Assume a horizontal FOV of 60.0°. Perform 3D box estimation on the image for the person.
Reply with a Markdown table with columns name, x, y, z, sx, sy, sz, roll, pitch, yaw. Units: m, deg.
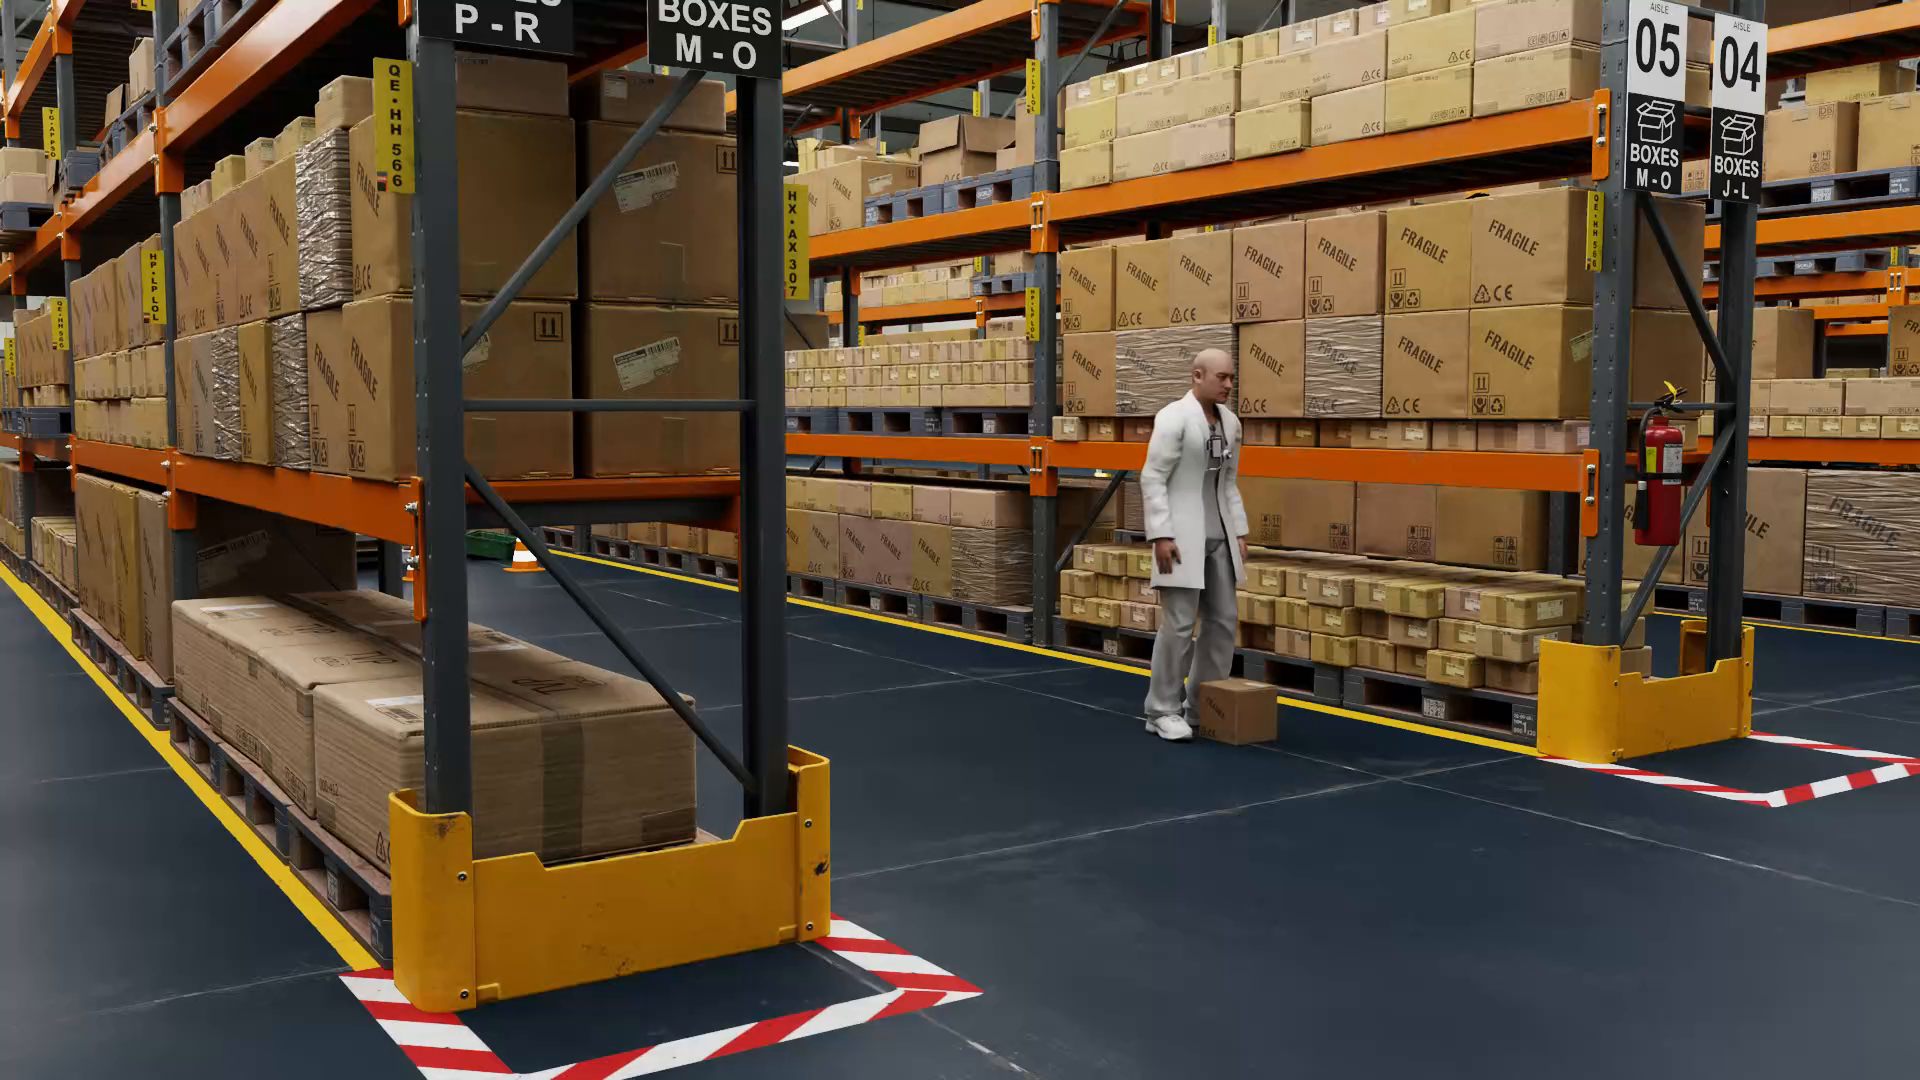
| name | x | y | z | sx | sy | sz | roll | pitch | yaw |
| --- | --- | --- | --- | --- | --- | --- | --- | --- | --- |
| person | 1.109 | 0.006 | 7.698 | 0.647 | 1.772 | 0.433 | -4 | 6 | -39 |
